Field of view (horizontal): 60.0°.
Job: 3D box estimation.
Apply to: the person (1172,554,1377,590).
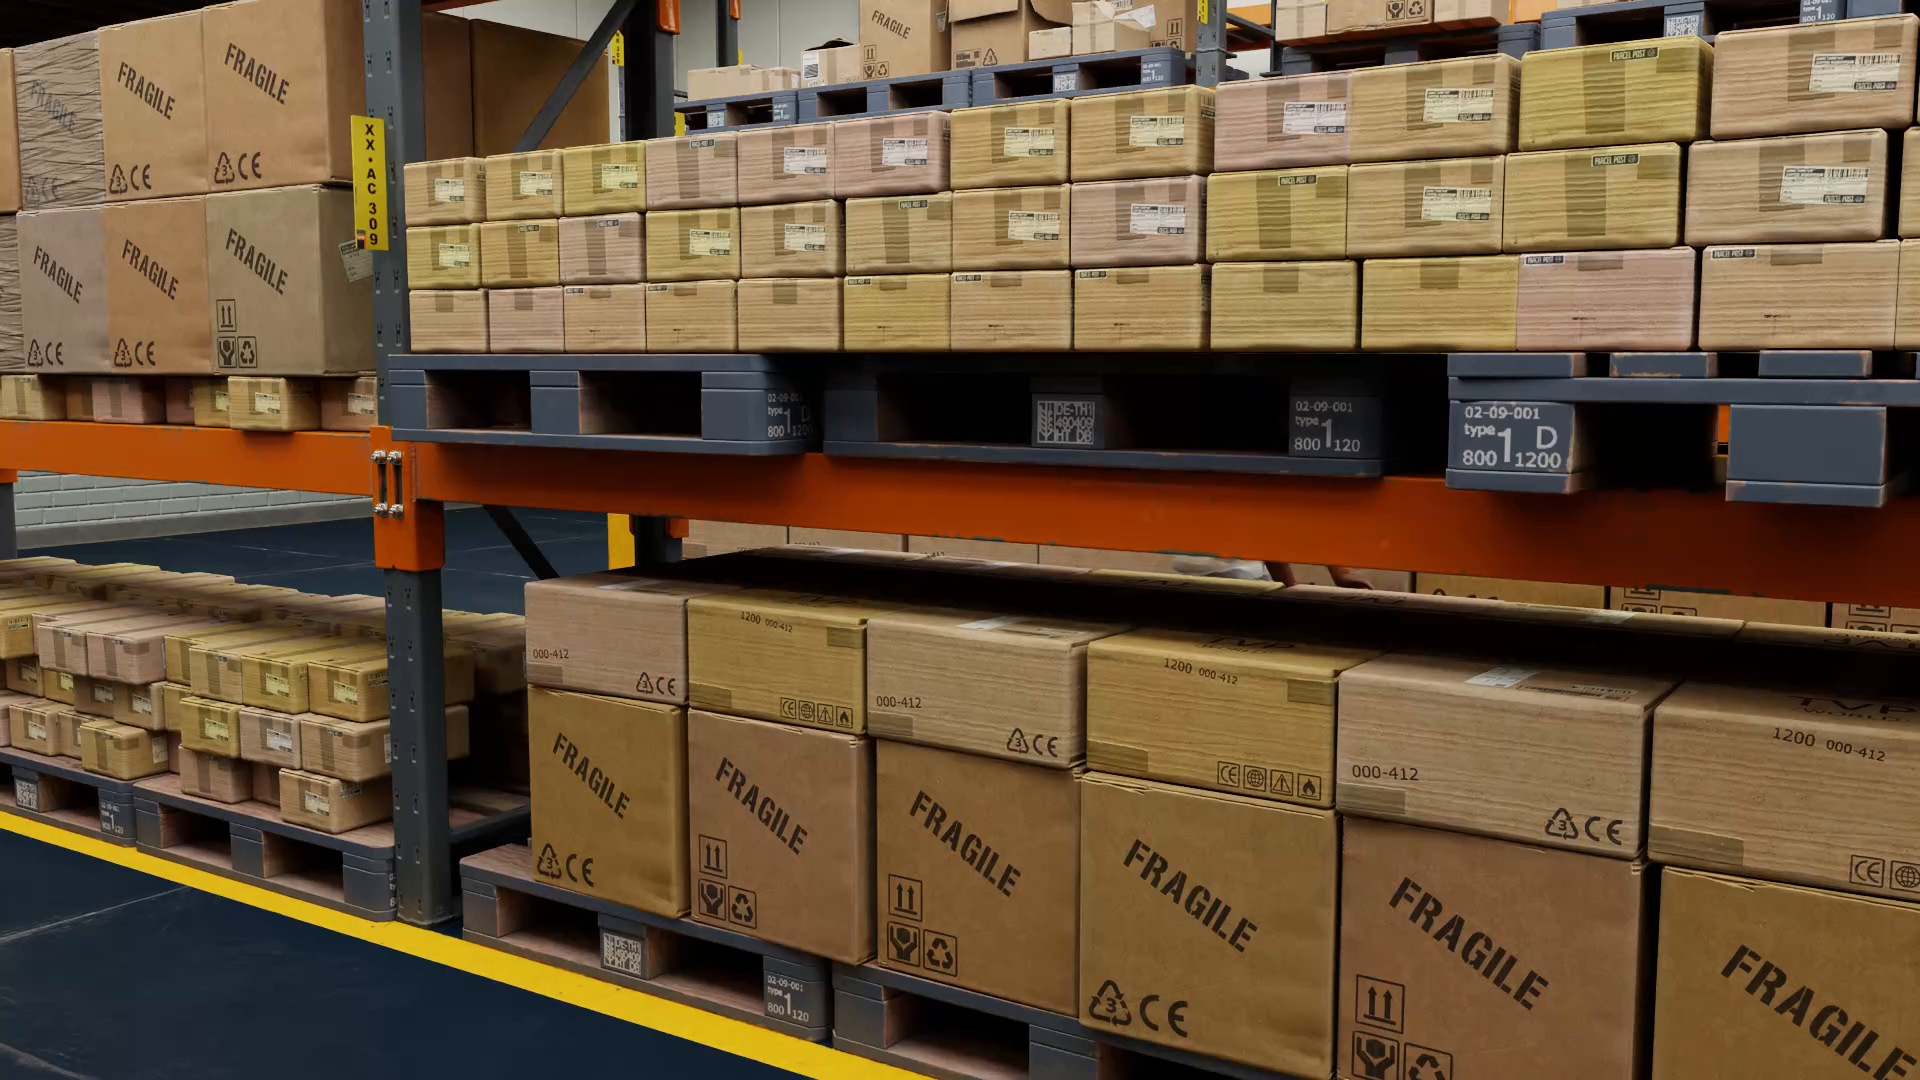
[{"bbox_3d":[1.126,0.121,5.837,0.703,1.490,0.629,4,8,34],"label":"person"}]
